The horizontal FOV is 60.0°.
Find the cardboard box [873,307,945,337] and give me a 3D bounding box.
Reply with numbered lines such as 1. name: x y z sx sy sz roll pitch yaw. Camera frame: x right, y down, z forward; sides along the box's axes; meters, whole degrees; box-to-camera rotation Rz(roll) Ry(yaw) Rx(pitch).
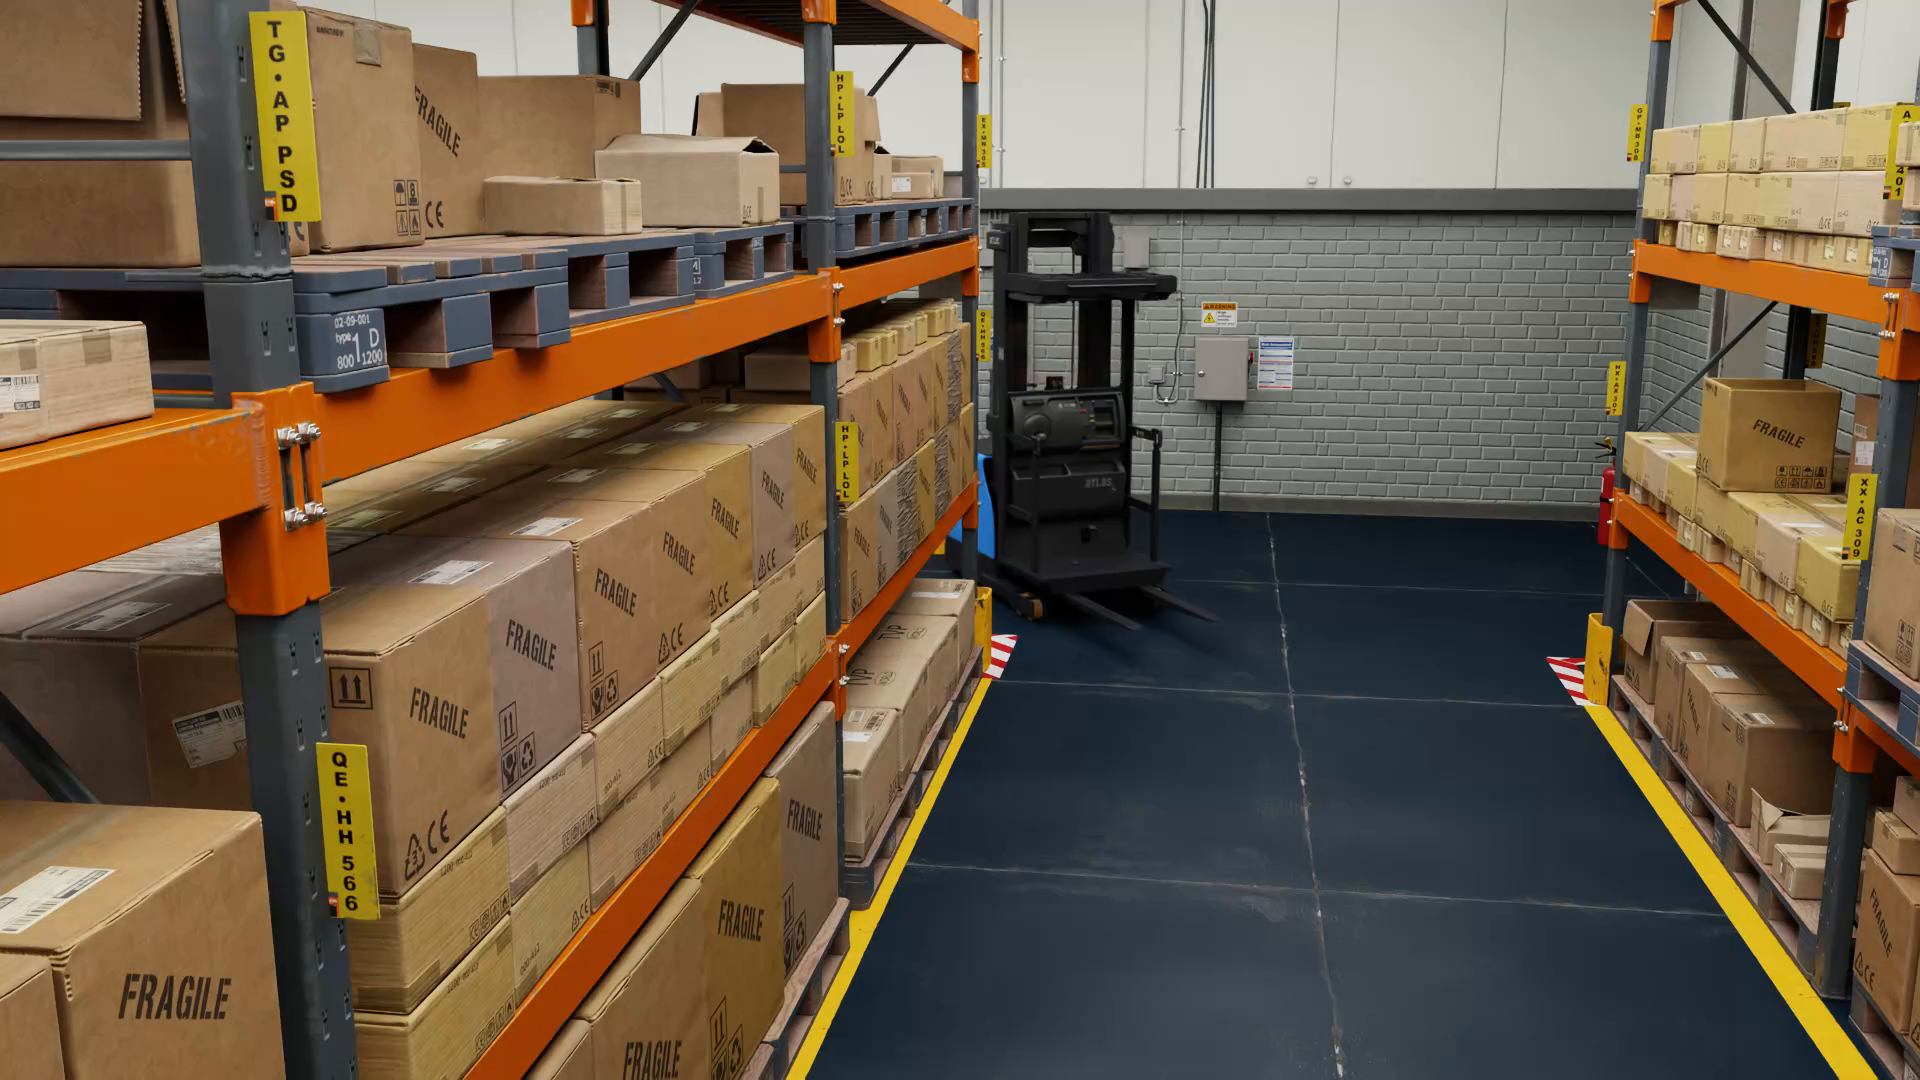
1. cardboard box: -0.296 -1.252 9.531 0.380 0.149 0.250 2 12 10

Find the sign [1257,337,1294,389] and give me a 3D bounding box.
1. sign: 3.030 -1.696 15.969 0.329 0.494 0.001 2 12 9

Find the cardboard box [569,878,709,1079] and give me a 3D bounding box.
1. cardboard box: -1.288 1.533 4.807 0.875 0.875 0.875 2 12 9

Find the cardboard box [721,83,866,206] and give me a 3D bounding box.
1. cardboard box: -0.704 -1.692 7.131 0.500 0.500 0.500 2 12 10

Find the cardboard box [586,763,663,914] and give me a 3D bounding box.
1. cardboard box: -1.146 0.789 4.567 0.500 0.250 0.500 2 12 11

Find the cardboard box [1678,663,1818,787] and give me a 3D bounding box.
1. cardboard box: 3.980 0.945 8.424 0.500 0.500 0.500 2 12 10

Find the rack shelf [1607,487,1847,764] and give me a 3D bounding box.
1. rack shelf: 4.211 0.289 8.241 1.077 0.370 4.000 2 12 9

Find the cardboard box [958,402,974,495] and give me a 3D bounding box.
1. cardboard box: -0.200 -0.579 10.323 0.500 0.500 0.500 2 12 9

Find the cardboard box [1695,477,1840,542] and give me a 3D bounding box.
1. cardboard box: 3.973 -0.148 8.209 0.500 0.250 0.500 2 12 7

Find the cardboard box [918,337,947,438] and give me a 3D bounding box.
1. cardboard box: -0.356 -0.856 9.236 0.500 0.500 0.500 2 12 8

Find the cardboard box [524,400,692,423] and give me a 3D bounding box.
1. cardboard box: -1.354 -0.262 6.478 0.500 0.500 0.500 2 12 9

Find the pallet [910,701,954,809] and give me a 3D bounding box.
1. pallet: -0.623 1.146 9.174 1.003 0.211 1.213 2 12 9

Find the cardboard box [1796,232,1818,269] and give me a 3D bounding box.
1. cardboard box: 3.799 -1.232 7.066 0.380 0.149 0.250 2 12 8

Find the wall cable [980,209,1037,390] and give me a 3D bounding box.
1. wall cable: 0.457 -2.326 16.179 0.585 1.953 0.123 2 12 9

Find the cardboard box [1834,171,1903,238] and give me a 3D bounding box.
1. cardboard box: 3.730 -1.294 6.405 0.500 0.250 0.500 2 12 9

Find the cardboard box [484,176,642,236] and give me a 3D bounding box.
1. cardboard box: -1.145 -0.965 4.791 0.380 0.166 0.250 3 13 13

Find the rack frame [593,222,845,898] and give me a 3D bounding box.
1. rack frame: -1.002 0.193 6.976 1.000 3.000 0.127 2 12 9

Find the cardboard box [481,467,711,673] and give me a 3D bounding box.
1. cardboard box: -1.057 0.078 4.901 0.500 0.500 0.500 2 12 10

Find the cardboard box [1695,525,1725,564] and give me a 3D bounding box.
1. cardboard box: 3.929 0.025 8.353 0.380 0.149 0.250 2 12 10

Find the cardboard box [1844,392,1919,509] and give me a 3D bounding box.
1. cardboard box: 4.395 -0.387 7.537 0.500 0.500 0.500 2 12 7

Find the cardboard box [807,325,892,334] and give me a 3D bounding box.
1. cardboard box: -0.550 -0.986 8.299 0.380 0.149 0.250 2 12 8

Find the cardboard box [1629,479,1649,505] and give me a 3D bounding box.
1. cardboard box: 4.197 -0.297 9.847 0.380 0.149 0.250 2 12 8

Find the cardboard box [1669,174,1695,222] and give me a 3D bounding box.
1. cardboard box: 4.122 -1.828 8.884 0.500 0.250 0.500 2 12 10

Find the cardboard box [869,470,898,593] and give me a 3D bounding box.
1. cardboard box: -0.590 -0.049 7.865 0.500 0.500 0.500 2 12 9

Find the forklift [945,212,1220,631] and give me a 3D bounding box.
1. forklift: 0.903 -0.935 12.376 1.130 2.935 3.031 -5 13 -22

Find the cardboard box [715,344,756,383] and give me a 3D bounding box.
1. cardboard box: -1.121 -0.787 7.375 0.380 0.149 0.250 2 12 10

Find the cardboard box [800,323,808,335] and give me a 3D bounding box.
1. cardboard box: -0.987 -1.051 8.602 0.380 0.149 0.250 2 12 9

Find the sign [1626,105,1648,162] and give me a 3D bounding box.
1. sign: 3.982 -2.390 9.770 0.100 0.325 0.005 2 12 9

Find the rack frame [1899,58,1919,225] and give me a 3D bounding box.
1. rack frame: 3.903 -2.579 5.601 1.000 3.000 0.127 2 12 9

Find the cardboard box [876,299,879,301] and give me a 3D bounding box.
1. cardboard box: -0.715 -1.429 10.354 0.380 0.149 0.250 2 12 10

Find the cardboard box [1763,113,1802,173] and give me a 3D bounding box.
1. cardboard box: 3.898 -1.753 7.352 0.500 0.250 0.500 2 12 10

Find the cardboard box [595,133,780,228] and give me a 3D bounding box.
1. cardboard box: -0.930 -1.244 5.742 0.500 0.311 0.500 2 12 9

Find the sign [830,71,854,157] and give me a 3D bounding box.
1. sign: -0.464 -1.664 6.500 0.100 0.325 0.005 2 12 9

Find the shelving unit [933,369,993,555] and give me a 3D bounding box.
1. shelving unit: -0.012 -0.717 14.762 0.587 1.500 1.083 2 12 9

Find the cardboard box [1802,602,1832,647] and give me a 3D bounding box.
1. cardboard box: 3.721 0.347 6.860 0.380 0.149 0.250 2 12 10

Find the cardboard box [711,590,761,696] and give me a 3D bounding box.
1. cardboard box: -0.973 0.334 5.491 0.500 0.250 0.500 2 12 10

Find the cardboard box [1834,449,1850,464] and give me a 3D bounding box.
1. cardboard box: 4.629 -0.340 9.099 0.500 0.250 0.500 2 12 9

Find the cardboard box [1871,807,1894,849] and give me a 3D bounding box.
1. cardboard box: 4.238 1.333 7.075 0.500 0.311 0.500 2 12 11

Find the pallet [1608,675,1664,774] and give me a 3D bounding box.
1. pallet: 4.385 1.066 9.547 1.003 0.211 1.213 2 12 9

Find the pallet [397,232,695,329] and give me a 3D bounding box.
1. pallet: -1.402 -0.717 4.526 1.003 0.211 1.213 2 12 11

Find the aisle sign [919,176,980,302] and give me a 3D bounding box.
1. aisle sign: -0.070 -1.915 10.589 0.394 0.787 0.004 2 12 9

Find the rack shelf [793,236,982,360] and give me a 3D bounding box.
1. rack shelf: -0.695 -1.338 8.667 1.077 0.370 4.000 2 12 9

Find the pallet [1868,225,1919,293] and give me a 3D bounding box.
1. pallet: 3.733 -0.887 5.318 1.213 0.211 1.003 2 12 9

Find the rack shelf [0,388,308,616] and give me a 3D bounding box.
1. rack shelf: -1.925 0.328 0.940 1.077 0.370 4.000 2 12 9

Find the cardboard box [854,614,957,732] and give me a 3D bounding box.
1. cardboard box: -0.522 0.739 9.527 0.875 0.438 0.875 2 12 10

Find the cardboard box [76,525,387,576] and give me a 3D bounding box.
1. cardboard box: -1.726 0.265 4.032 0.500 0.500 0.500 2 12 10

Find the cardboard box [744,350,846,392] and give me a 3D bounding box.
1. cardboard box: -0.697 -0.719 7.057 0.380 0.149 0.250 2 12 8

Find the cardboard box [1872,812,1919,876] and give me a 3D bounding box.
1. cardboard box: 3.585 1.119 6.077 0.380 0.149 0.250 2 12 11
